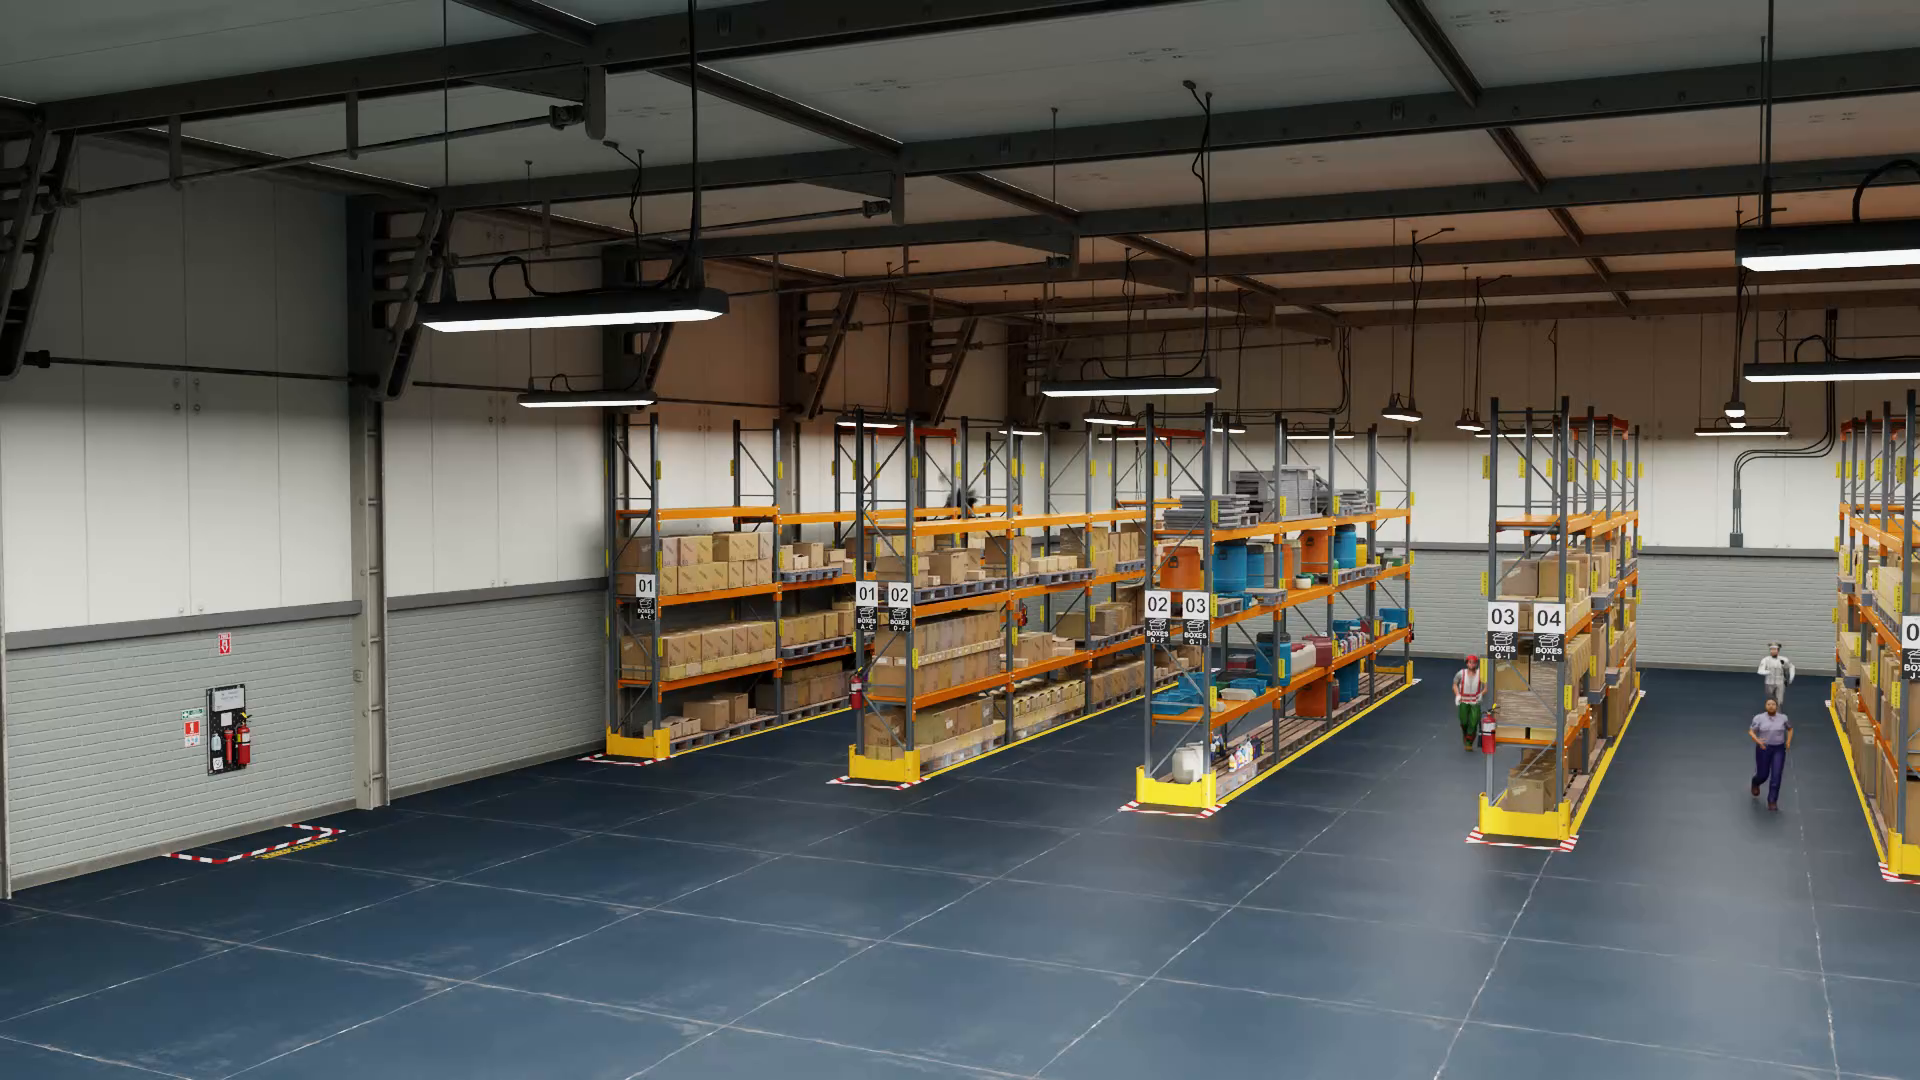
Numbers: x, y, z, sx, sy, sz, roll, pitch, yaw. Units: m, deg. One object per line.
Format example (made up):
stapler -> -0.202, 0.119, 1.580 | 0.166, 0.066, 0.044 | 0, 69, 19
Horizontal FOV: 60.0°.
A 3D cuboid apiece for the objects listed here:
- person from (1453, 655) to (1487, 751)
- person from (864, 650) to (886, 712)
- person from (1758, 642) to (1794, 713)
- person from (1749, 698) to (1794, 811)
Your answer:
person -> 9.066, 2.899, 29.497 | 0.600, 1.729, 0.583 | 1, 2, 14
person -> -1.466, 2.873, 30.217 | 0.707, 1.794, 0.741 | 1, 3, 30
person -> 15.690, 2.818, 31.990 | 0.622, 1.714, 0.896 | 1, 3, 30
person -> 12.081, 3.165, 24.761 | 0.613, 1.641, 0.725 | 1, 3, 18
